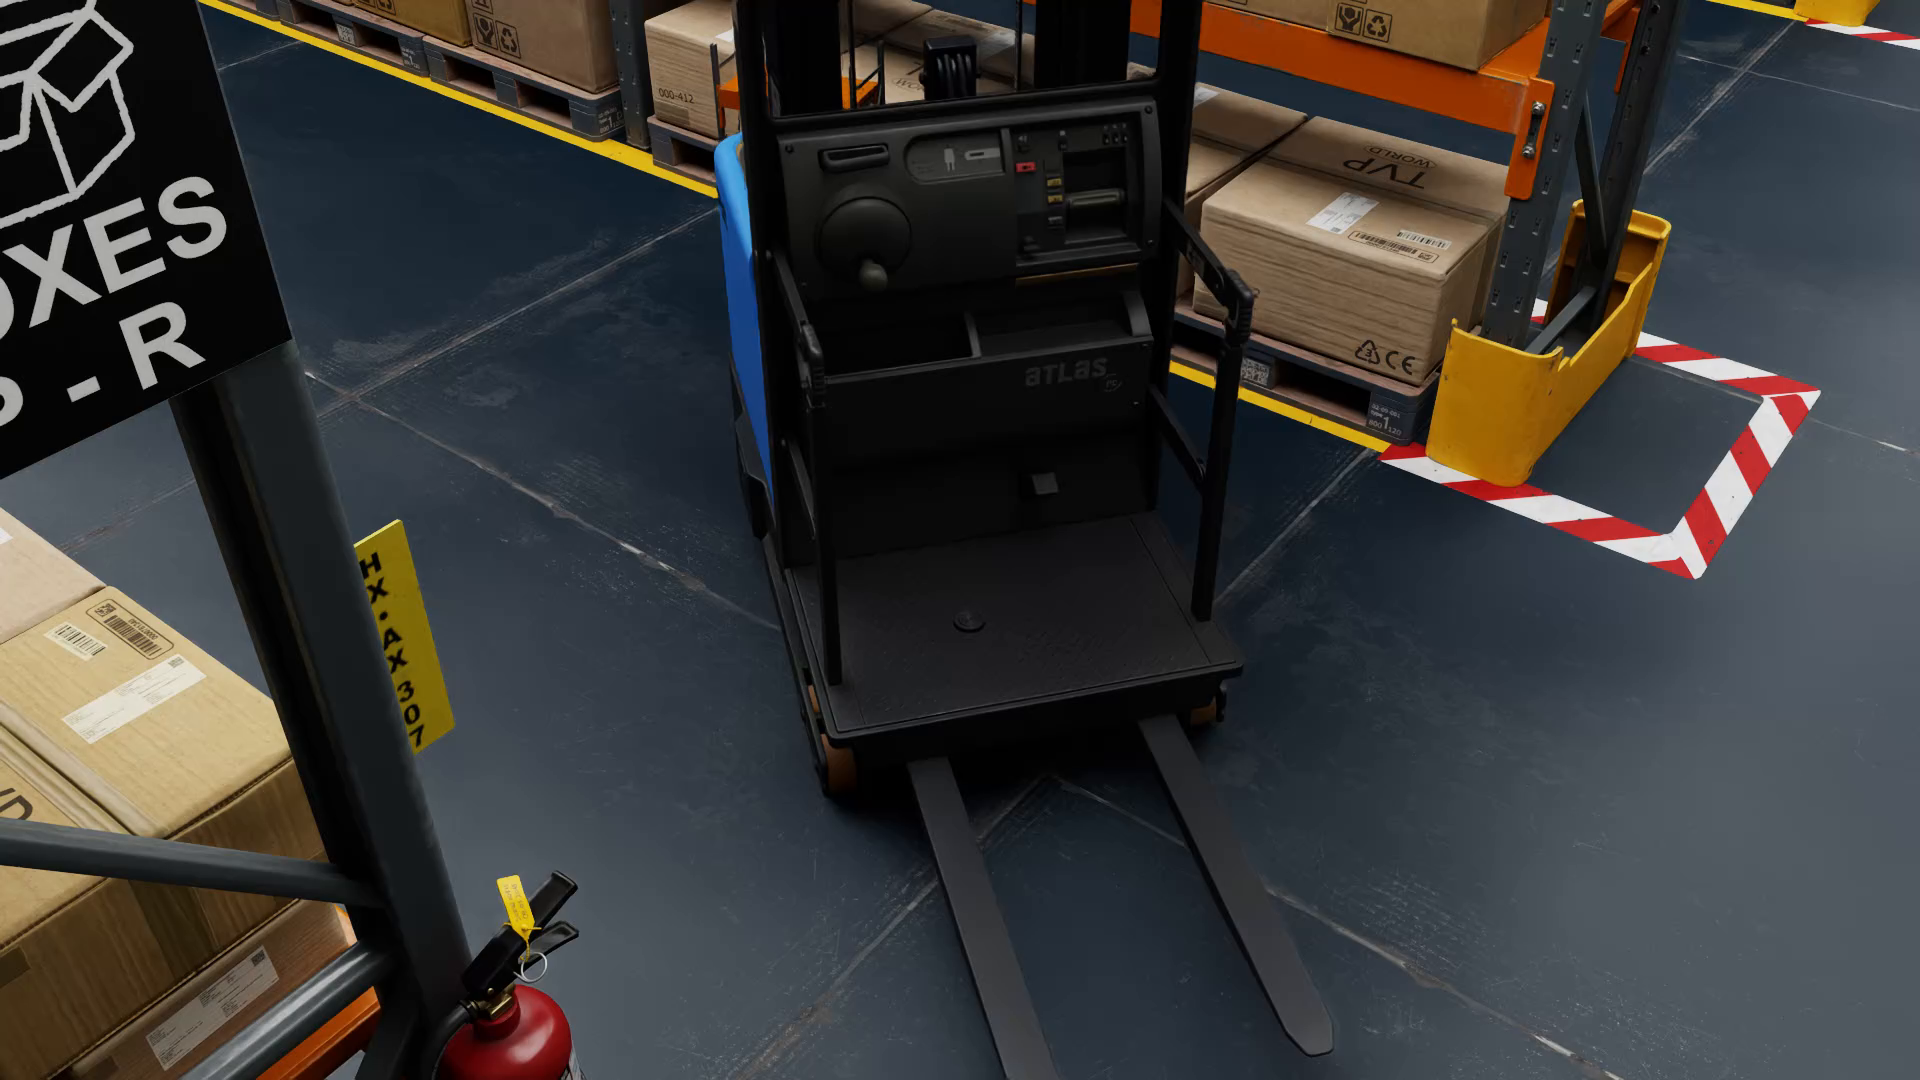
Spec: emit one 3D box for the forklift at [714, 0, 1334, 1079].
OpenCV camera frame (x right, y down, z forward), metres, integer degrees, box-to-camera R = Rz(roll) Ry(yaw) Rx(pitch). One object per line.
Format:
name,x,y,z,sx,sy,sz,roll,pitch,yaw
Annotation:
forklift,0.092,-0.753,3.834,1.130,2.935,3.031,-9,39,-11

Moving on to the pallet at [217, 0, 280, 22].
pallet,-3.754,-3.263,9.246,1.213,0.211,1.003,25,45,29

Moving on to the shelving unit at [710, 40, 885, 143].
shelving unit,-0.525,-1.126,5.715,0.503,1.200,0.258,14,40,17

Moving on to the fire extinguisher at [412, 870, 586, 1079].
fire extinguisher,-0.595,0.741,2.235,0.183,0.674,0.296,25,45,29

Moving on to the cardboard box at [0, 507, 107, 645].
cardboard box,-1.590,0.187,2.459,0.500,0.250,0.500,26,45,29

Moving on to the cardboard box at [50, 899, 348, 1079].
cardboard box,-1.087,0.577,2.284,0.250,0.149,0.380,25,44,28

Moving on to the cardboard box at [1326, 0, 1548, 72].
cardboard box,1.476,-1.787,5.018,0.500,0.500,0.500,26,45,29

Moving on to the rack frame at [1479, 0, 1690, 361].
rack frame,2.020,-1.697,4.984,0.127,3.000,1.000,25,45,29

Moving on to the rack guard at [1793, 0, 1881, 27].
rack guard,4.886,-3.203,8.935,0.348,0.500,1.175,25,45,29

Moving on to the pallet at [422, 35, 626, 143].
pallet,-1.816,-2.349,8.079,1.213,0.211,1.003,25,45,29

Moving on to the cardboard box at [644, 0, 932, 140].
cardboard box,-0.724,-2.064,7.190,0.875,0.438,0.875,25,44,28

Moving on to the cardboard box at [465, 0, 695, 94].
cardboard box,-1.699,-2.717,7.669,0.875,0.875,0.875,27,45,30

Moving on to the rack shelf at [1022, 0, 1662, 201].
rack shelf,0.431,-2.162,6.162,4.000,0.370,1.077,25,45,29

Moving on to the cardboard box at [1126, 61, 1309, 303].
cardboard box,0.703,-1.390,6.330,0.875,0.438,0.875,27,45,30

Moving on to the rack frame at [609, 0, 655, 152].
rack frame,-1.157,-3.195,6.897,0.127,3.000,1.000,25,45,29

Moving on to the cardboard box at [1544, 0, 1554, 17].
cardboard box,1.813,-2.056,5.362,0.500,0.500,0.500,25,44,28

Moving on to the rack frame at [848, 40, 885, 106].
rack frame,-0.298,-1.071,5.644,0.015,1.200,0.240,14,40,17

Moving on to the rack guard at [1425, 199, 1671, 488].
rack guard,2.039,-0.703,5.743,0.348,0.500,1.175,25,45,29

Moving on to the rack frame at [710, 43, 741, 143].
rack frame,-0.752,-1.182,5.786,0.015,1.200,0.240,14,40,17

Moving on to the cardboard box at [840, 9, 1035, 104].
cardboard box,-0.013,-1.729,6.762,0.875,0.438,0.875,24,44,27

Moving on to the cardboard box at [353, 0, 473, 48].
cardboard box,-2.421,-3.051,8.097,0.875,0.875,0.875,27,45,30

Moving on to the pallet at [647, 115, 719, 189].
pallet,-0.601,-1.774,7.344,1.213,0.211,1.003,25,45,29

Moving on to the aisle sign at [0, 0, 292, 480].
aisle sign,-0.760,-0.407,1.227,0.004,0.787,0.394,25,45,29

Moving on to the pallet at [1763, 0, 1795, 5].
pallet,4.263,-3.410,9.435,1.213,0.211,1.003,25,45,29

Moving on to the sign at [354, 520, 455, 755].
sign,-0.663,0.129,1.950,0.005,0.325,0.100,25,45,29

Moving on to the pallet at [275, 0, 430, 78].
pallet,-2.789,-2.806,8.662,1.213,0.211,1.003,25,45,29

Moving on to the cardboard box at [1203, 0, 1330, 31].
cardboard box,1.086,-1.982,5.268,0.500,0.500,0.500,24,44,28

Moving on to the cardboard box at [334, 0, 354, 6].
cardboard box,-3.131,-3.386,8.525,0.875,0.875,0.875,26,45,29

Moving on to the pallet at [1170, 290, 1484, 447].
pallet,1.337,-0.860,6.177,1.213,0.211,1.003,25,45,29

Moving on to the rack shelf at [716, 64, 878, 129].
rack shelf,-0.525,-1.436,5.473,0.480,0.148,0.258,14,40,17

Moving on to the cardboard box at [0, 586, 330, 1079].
cardboard box,-1.190,0.375,2.218,0.500,0.250,0.500,25,45,29

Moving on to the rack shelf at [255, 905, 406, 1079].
rack shelf,-2.581,0.269,3.056,4.000,0.370,1.077,25,45,29

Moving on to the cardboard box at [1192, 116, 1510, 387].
cardboard box,1.435,-1.051,5.897,0.875,0.438,0.875,24,44,27
